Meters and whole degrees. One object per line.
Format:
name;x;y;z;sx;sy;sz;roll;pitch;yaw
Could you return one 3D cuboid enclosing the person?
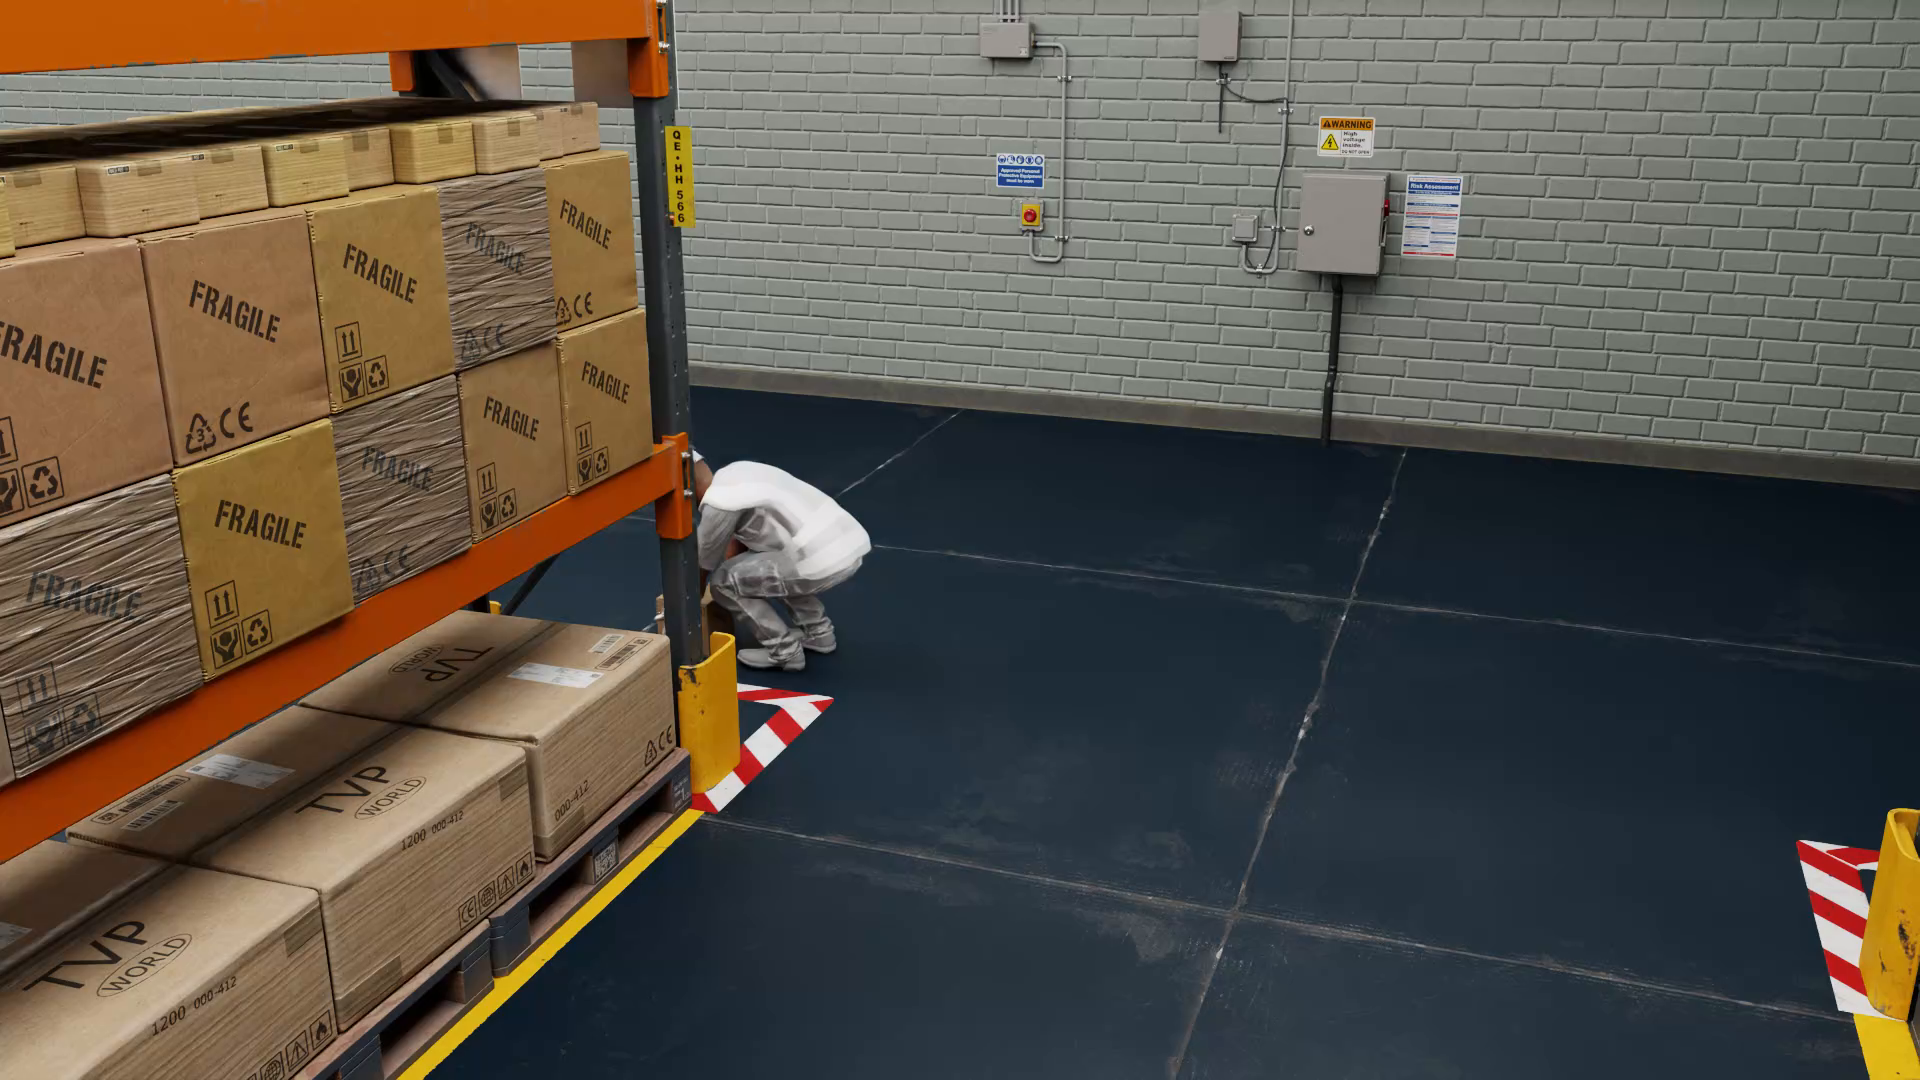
person;-0.894;0.044;7.190;0.980;0.960;0.524;5;19;16
